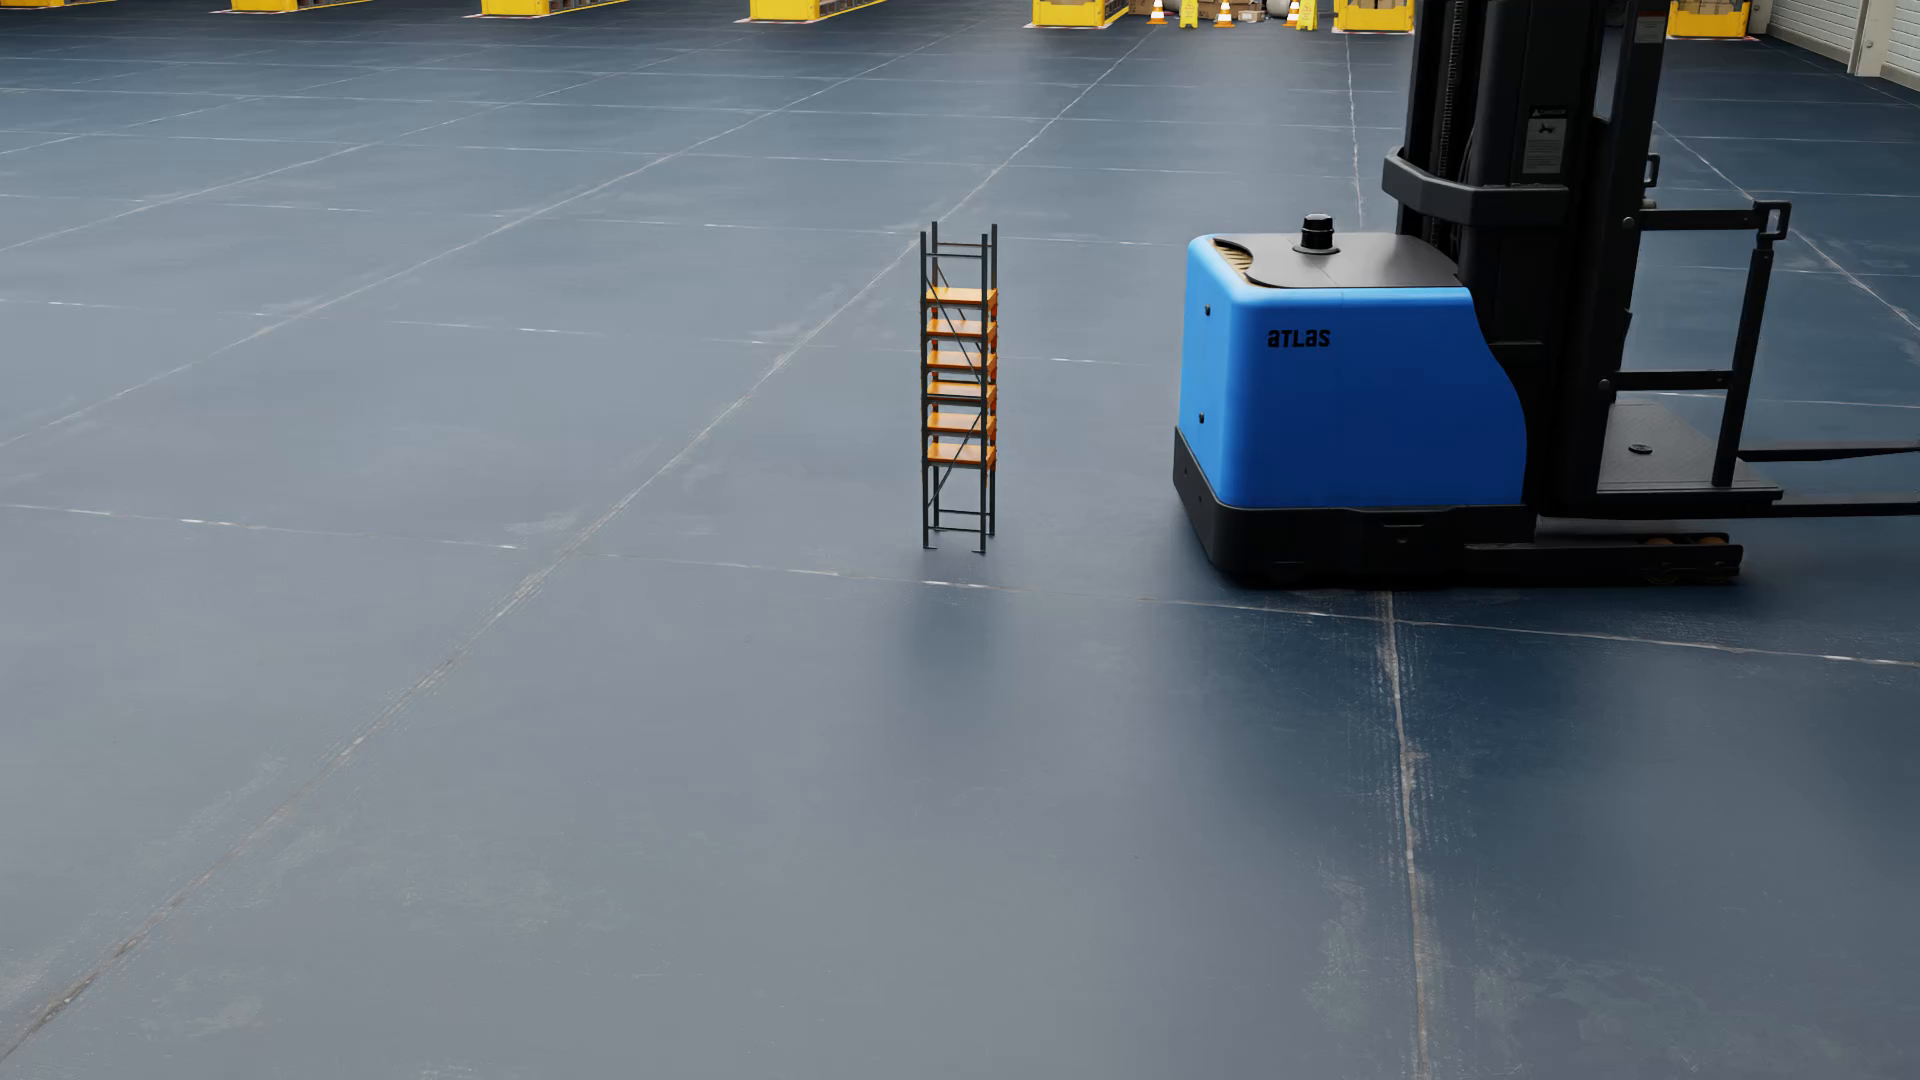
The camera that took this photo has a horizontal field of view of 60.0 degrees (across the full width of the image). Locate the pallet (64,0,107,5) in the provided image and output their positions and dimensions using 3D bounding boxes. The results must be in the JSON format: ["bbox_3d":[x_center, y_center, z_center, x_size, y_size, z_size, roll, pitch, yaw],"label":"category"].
[{"bbox_3d":[-17.365,-10.522,32.196,1.003,0.211,1.213,4,22,11],"label":"pallet"}]

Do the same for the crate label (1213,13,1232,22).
[{"bbox_3d":[4.436,-8.785,27.983,0.250,0.136,0.298,-7,23,-17],"label":"crate label"}]

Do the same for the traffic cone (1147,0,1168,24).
[{"bbox_3d":[3.300,-8.854,27.719,0.336,0.463,0.334,4,22,11],"label":"traffic cone"}]

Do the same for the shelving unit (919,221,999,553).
[{"bbox_3d":[-0.003,-0.551,6.116,0.258,1.200,0.189,4,22,11],"label":"shelving unit"}]

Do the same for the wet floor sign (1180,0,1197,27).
[{"bbox_3d":[3.734,-8.691,27.071,0.267,0.644,0.232,1,22,2],"label":"wet floor sign"}]

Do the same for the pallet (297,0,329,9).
[{"bbox_3d":[-12.616,-10.106,31.164,1.003,0.211,1.213,4,22,11],"label":"pallet"}]

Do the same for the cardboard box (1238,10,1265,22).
[{"bbox_3d":[4.958,-8.915,28.291,0.380,0.149,0.250,18,28,38],"label":"cardboard box"}]

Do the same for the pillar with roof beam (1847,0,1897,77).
[{"bbox_3d":[7.114,-10.330,19.958,9.100,9.000,0.400,4,22,11],"label":"pillar with roof beam"}]

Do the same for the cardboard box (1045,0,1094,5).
[{"bbox_3d":[1.875,-9.407,27.979,0.875,0.875,0.875,5,22,11],"label":"cardboard box"}]

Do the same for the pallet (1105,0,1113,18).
[{"bbox_3d":[2.139,-9.395,29.398,1.003,0.211,1.213,4,22,11],"label":"pallet"}]

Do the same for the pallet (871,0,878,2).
[{"bbox_3d":[-2.060,-10.814,32.923,1.003,0.211,1.213,4,22,11],"label":"pallet"}]

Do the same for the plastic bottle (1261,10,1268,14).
[{"bbox_3d":[5.385,-9.376,29.551,0.133,0.061,0.283,8,23,20],"label":"plastic bottle"}]

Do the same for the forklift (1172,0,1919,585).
[{"bbox_3d":[2.395,-1.396,5.896,3.031,2.935,1.130,-1,22,-3],"label":"forklift"}]

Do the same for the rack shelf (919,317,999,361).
[{"bbox_3d":[-0.003,-0.733,6.043,0.258,0.103,0.180,4,22,11],"label":"rack shelf"}]

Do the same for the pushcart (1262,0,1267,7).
[{"bbox_3d":[5.242,-10.007,30.695,1.648,0.377,0.936,-3,22,-8],"label":"pushcart"}]

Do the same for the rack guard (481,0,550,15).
[{"bbox_3d":[-7.913,-9.610,29.545,1.175,0.500,0.348,4,22,11],"label":"rack guard"}]

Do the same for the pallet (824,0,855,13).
[{"bbox_3d":[-2.567,-9.834,30.488,1.003,0.211,1.213,4,22,11],"label":"pallet"}]

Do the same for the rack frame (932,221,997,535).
[{"bbox_3d":[0.016,-0.585,6.199,0.240,1.200,0.006,4,22,11],"label":"rack frame"}]

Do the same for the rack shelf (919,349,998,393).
[{"bbox_3d":[-0.003,-0.621,6.088,0.258,0.103,0.180,4,22,11],"label":"rack shelf"}]

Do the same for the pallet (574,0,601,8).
[{"bbox_3d":[-7.491,-10.217,31.440,1.003,0.211,1.213,4,22,11],"label":"pallet"}]

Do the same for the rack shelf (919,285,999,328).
[{"bbox_3d":[-0.003,-0.844,5.998,0.258,0.103,0.180,4,22,11],"label":"rack shelf"}]

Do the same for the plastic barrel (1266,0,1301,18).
[{"bbox_3d":[5.607,-9.280,28.830,0.421,0.421,0.512,-16,27,-35],"label":"plastic barrel"}]

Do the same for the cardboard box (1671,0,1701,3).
[{"bbox_3d":[11.321,-8.581,26.093,0.500,0.250,0.500,4,22,10],"label":"cardboard box"}]

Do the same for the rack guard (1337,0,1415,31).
[{"bbox_3d":[6.683,-8.473,26.723,1.175,0.500,0.348,4,22,11],"label":"rack guard"}]

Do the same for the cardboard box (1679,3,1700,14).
[{"bbox_3d":[11.314,-8.343,26.172,0.500,0.250,0.500,5,22,11],"label":"cardboard box"}]

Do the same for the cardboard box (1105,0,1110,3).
[{"bbox_3d":[2.240,-10.063,29.605,0.875,0.875,0.875,5,22,11],"label":"cardboard box"}]

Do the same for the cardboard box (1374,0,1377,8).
[{"bbox_3d":[7.314,-9.185,28.262,0.500,0.250,0.500,6,23,15],"label":"cardboard box"}]

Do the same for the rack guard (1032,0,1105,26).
[{"bbox_3d":[1.796,-8.777,27.477,1.175,0.500,0.348,4,22,11],"label":"rack guard"}]

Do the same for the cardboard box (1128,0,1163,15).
[{"bbox_3d":[3.305,-9.604,29.527,0.500,0.500,0.500,8,23,20],"label":"cardboard box"}]

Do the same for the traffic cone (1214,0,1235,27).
[{"bbox_3d":[4.337,-8.644,27.197,0.336,0.463,0.334,4,22,11],"label":"traffic cone"}]

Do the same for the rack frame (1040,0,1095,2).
[{"bbox_3d":[1.801,-9.945,27.032,1.000,3.000,0.127,4,22,11],"label":"rack frame"}]

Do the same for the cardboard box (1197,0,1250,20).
[{"bbox_3d":[4.548,-9.282,28.727,0.797,0.503,0.637,-11,25,-26],"label":"cardboard box"}]

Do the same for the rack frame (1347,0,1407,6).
[{"bbox_3d":[6.668,-9.605,26.187,1.000,3.000,0.127,4,22,11],"label":"rack frame"}]
